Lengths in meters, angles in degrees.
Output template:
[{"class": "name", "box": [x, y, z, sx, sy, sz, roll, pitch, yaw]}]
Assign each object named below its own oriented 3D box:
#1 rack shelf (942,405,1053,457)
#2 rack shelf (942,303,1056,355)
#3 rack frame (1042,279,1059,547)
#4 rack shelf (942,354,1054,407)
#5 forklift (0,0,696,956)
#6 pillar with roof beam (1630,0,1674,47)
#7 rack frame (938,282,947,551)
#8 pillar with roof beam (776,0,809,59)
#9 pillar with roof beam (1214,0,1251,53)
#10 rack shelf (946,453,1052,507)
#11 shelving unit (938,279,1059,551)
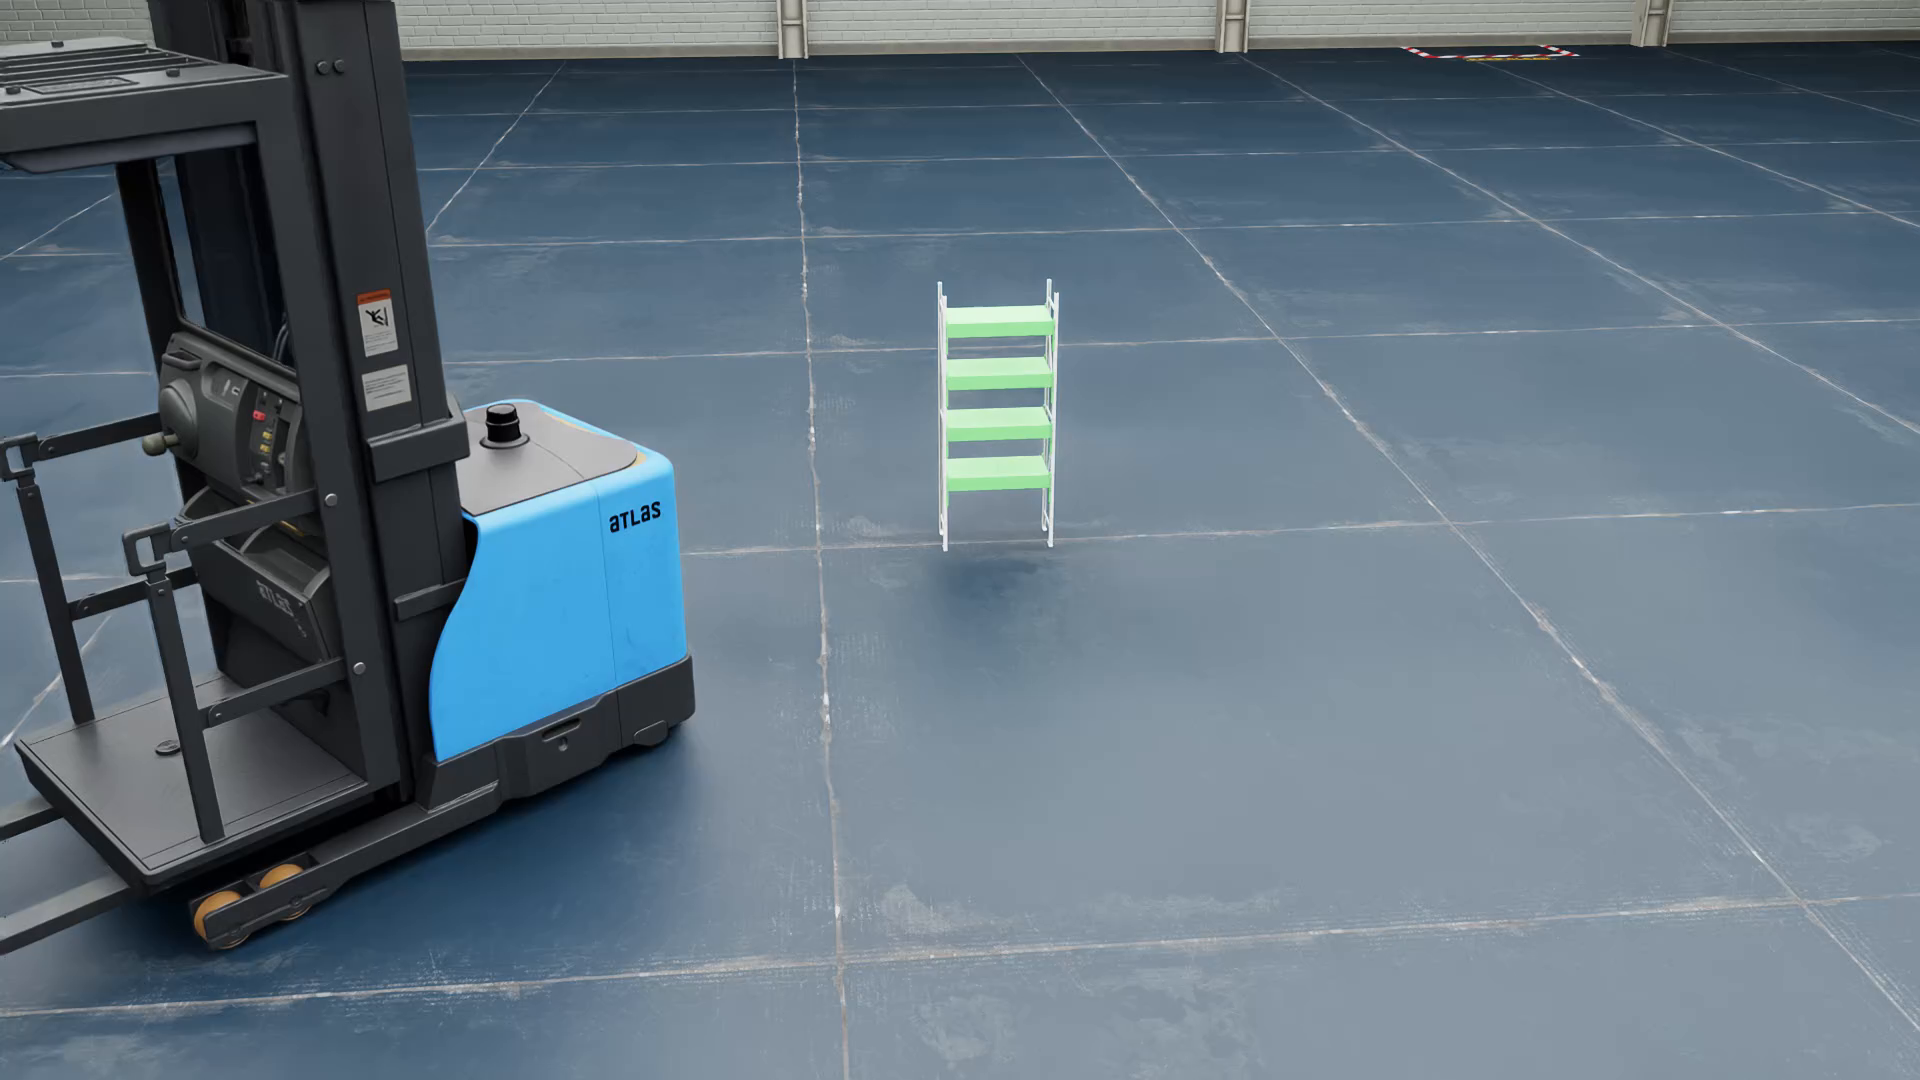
[{"class": "rack shelf", "box": [0.165, -0.496, 7.547, 0.480, 0.148, 0.258, -2, 24, -5]}, {"class": "rack shelf", "box": [0.165, -0.935, 7.352, 0.480, 0.148, 0.258, -2, 24, -5]}, {"class": "rack frame", "box": [0.408, -0.565, 7.543, 0.015, 1.200, 0.240, -2, 24, -5]}, {"class": "rack shelf", "box": [0.165, -0.716, 7.450, 0.480, 0.148, 0.258, -2, 24, -5]}, {"class": "forklift", "box": [-2.366, -0.349, 4.927, 1.130, 2.935, 3.031, 22, 32, 40]}, {"class": "pillar with roof beam", "box": [10.124, -9.353, 17.713, 0.400, 9.000, 9.100, -2, 24, -5]}, {"class": "rack frame", "box": [-0.078, -0.545, 7.499, 0.015, 1.200, 0.240, -2, 24, -5]}, {"class": "pillar with roof beam", "box": [-1.818, -8.874, 16.635, 0.400, 9.000, 9.100, -2, 24, -5]}, {"class": "pillar with roof beam", "box": [4.153, -9.113, 17.174, 0.400, 9.000, 9.100, -2, 24, -5]}, {"class": "rack shelf", "box": [0.165, -0.277, 7.645, 0.480, 0.148, 0.258, -2, 24, -5]}, {"class": "shelving unit", "box": [0.165, -0.555, 7.521, 0.503, 1.200, 0.258, -2, 24, -5]}]
